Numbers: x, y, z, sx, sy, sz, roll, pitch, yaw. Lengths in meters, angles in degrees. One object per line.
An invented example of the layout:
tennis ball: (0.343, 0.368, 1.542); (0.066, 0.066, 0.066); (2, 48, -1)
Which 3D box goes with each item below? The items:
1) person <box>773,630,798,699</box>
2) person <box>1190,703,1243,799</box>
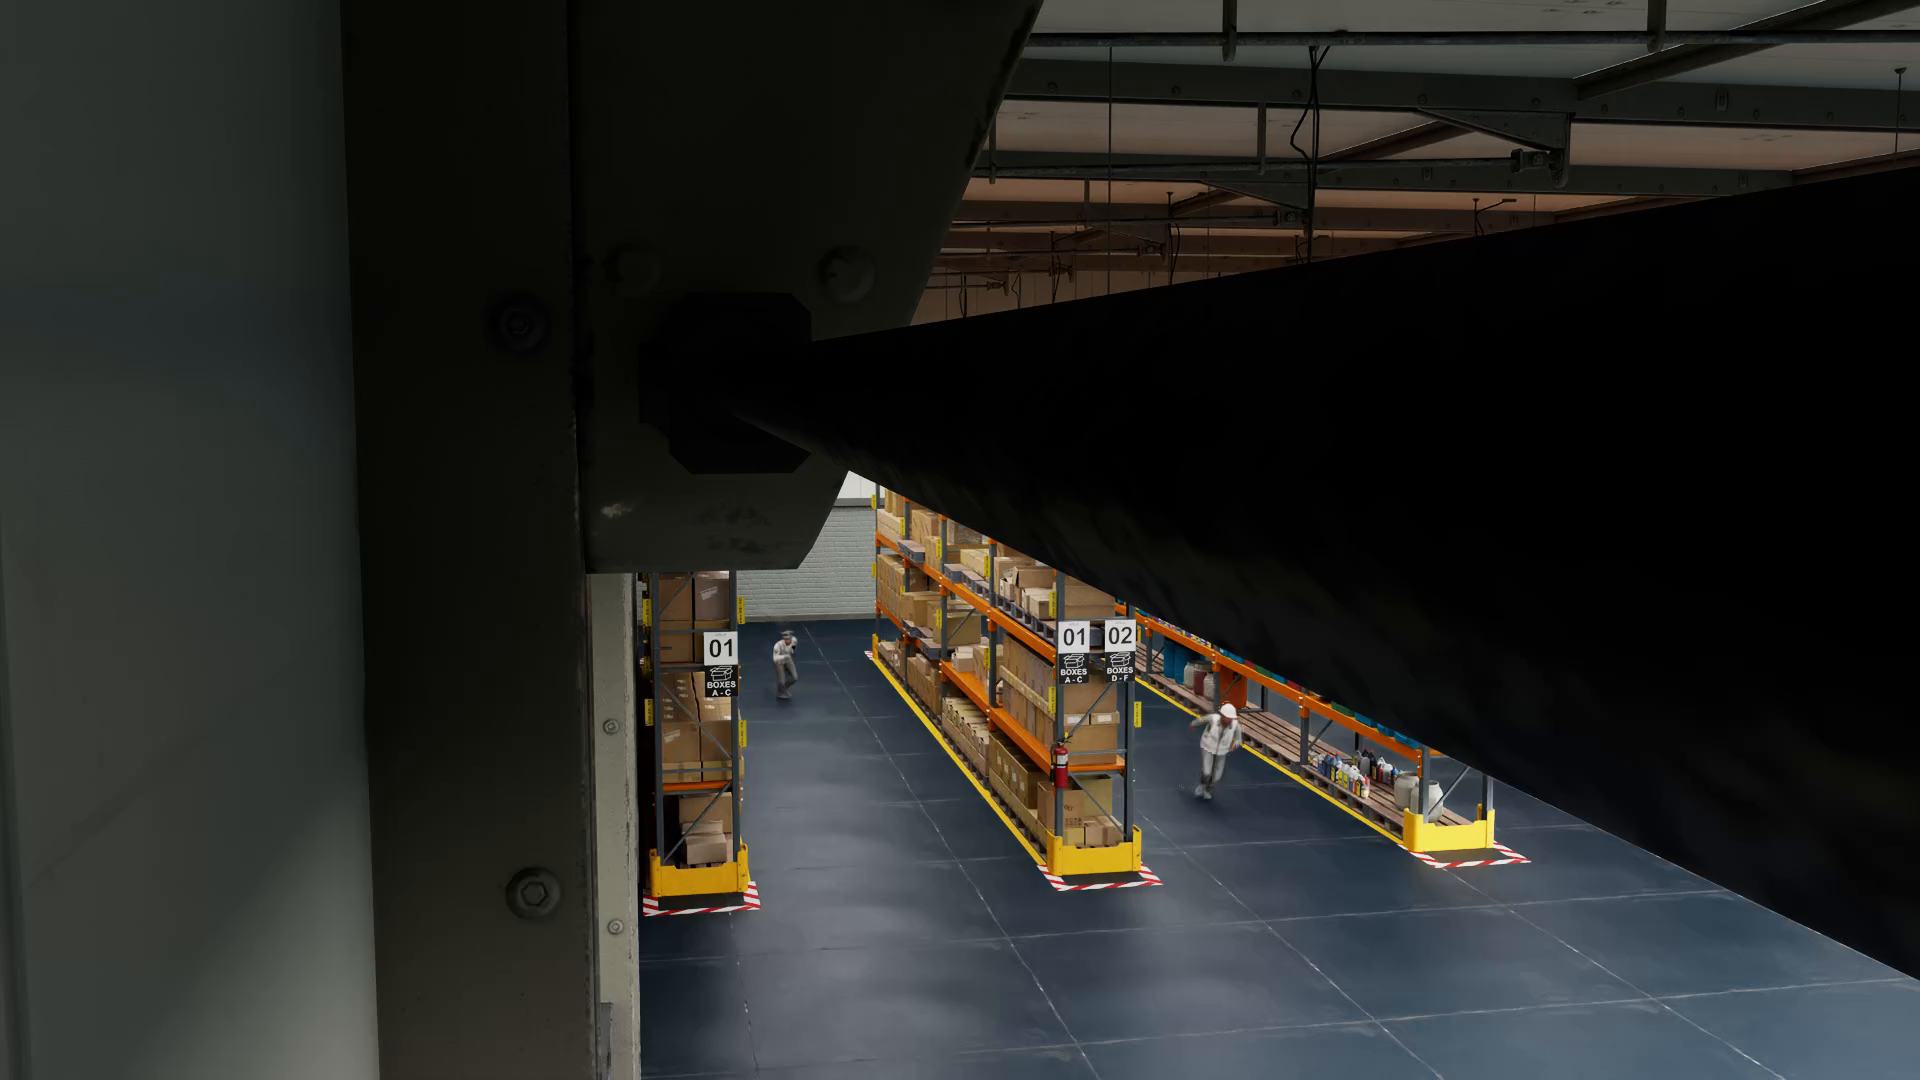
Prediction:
person: (-3.333, 2.378, 31.724); (0.614, 1.402, 0.929); (-3, 7, -31)
person: (3.748, 3.078, 24.190); (0.658, 1.534, 0.984); (0, 6, -5)
